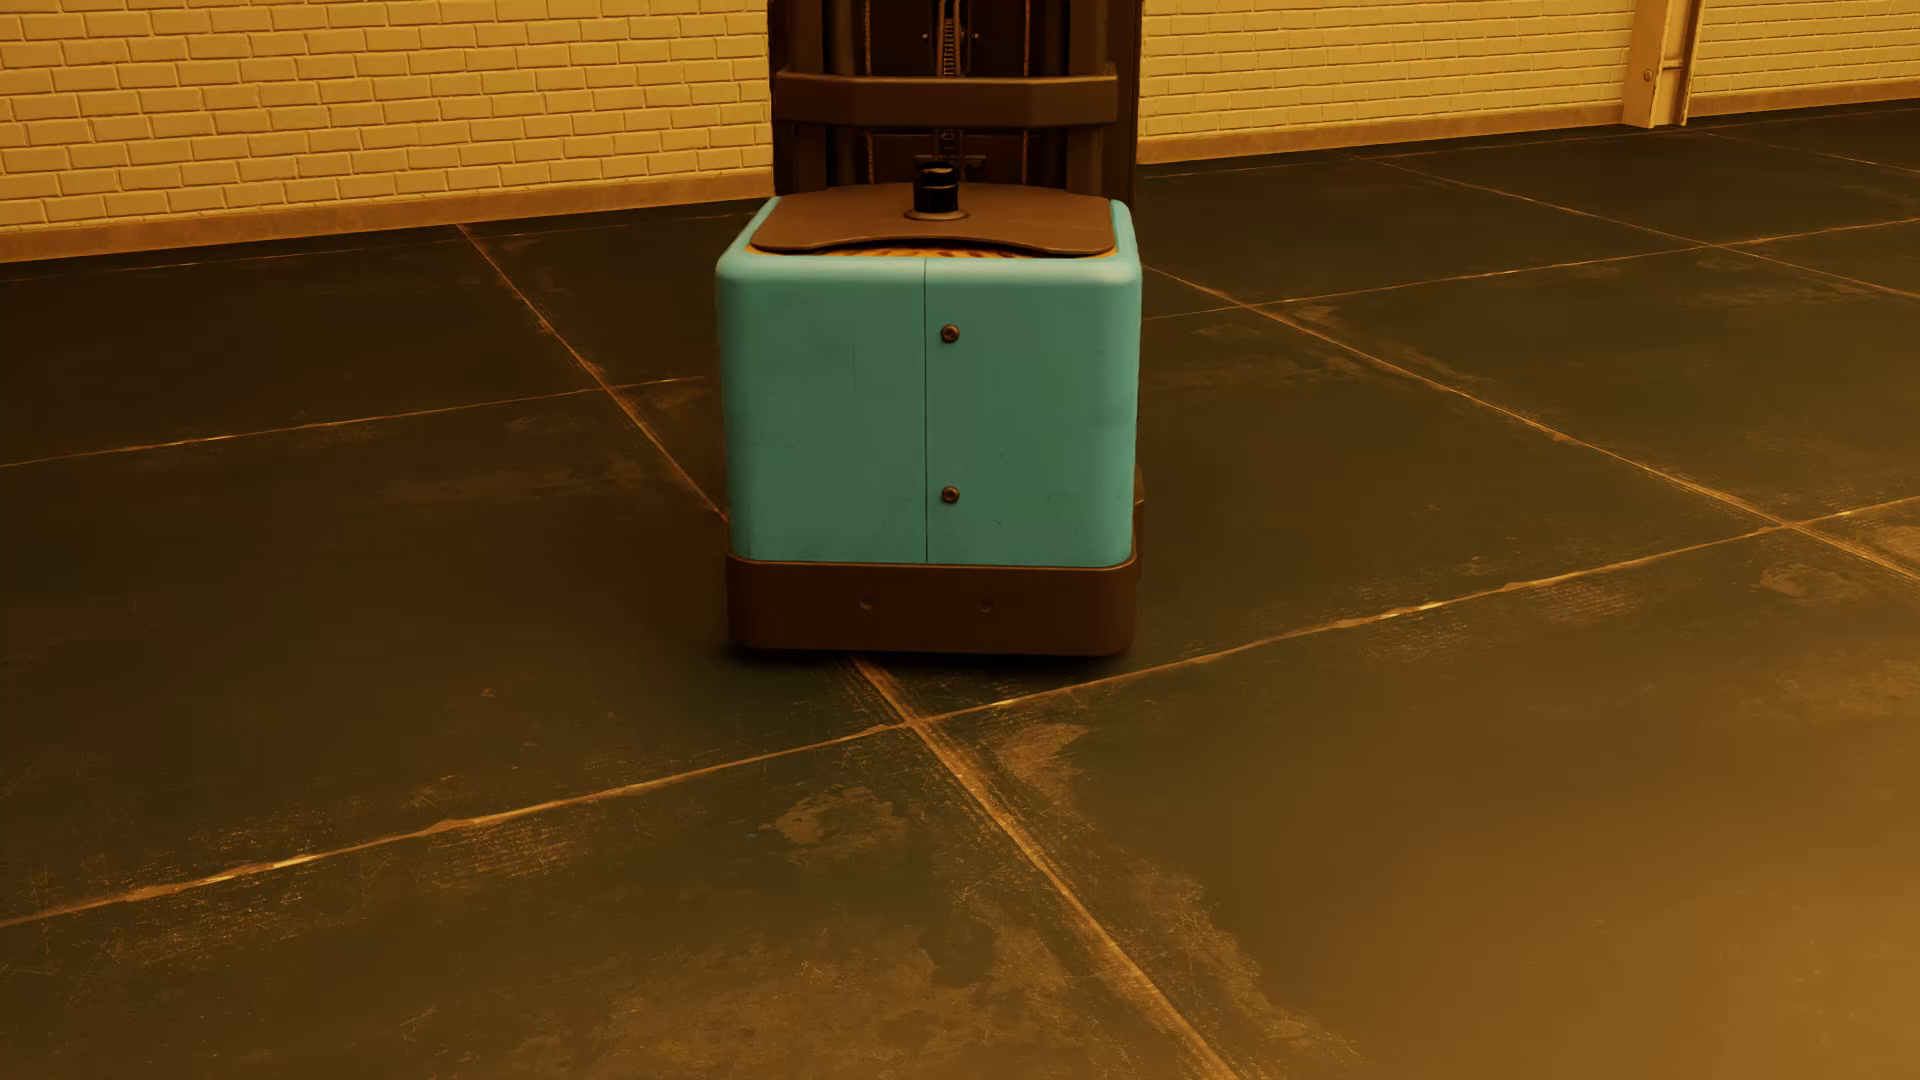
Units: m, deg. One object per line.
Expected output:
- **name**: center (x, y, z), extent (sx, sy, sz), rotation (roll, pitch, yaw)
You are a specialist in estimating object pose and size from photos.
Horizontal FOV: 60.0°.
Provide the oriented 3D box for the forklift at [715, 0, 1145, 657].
- **forklift**: center (-0.002, -1.580, 5.090), extent (1.130, 2.935, 3.031), rotation (1, 23, 3)
